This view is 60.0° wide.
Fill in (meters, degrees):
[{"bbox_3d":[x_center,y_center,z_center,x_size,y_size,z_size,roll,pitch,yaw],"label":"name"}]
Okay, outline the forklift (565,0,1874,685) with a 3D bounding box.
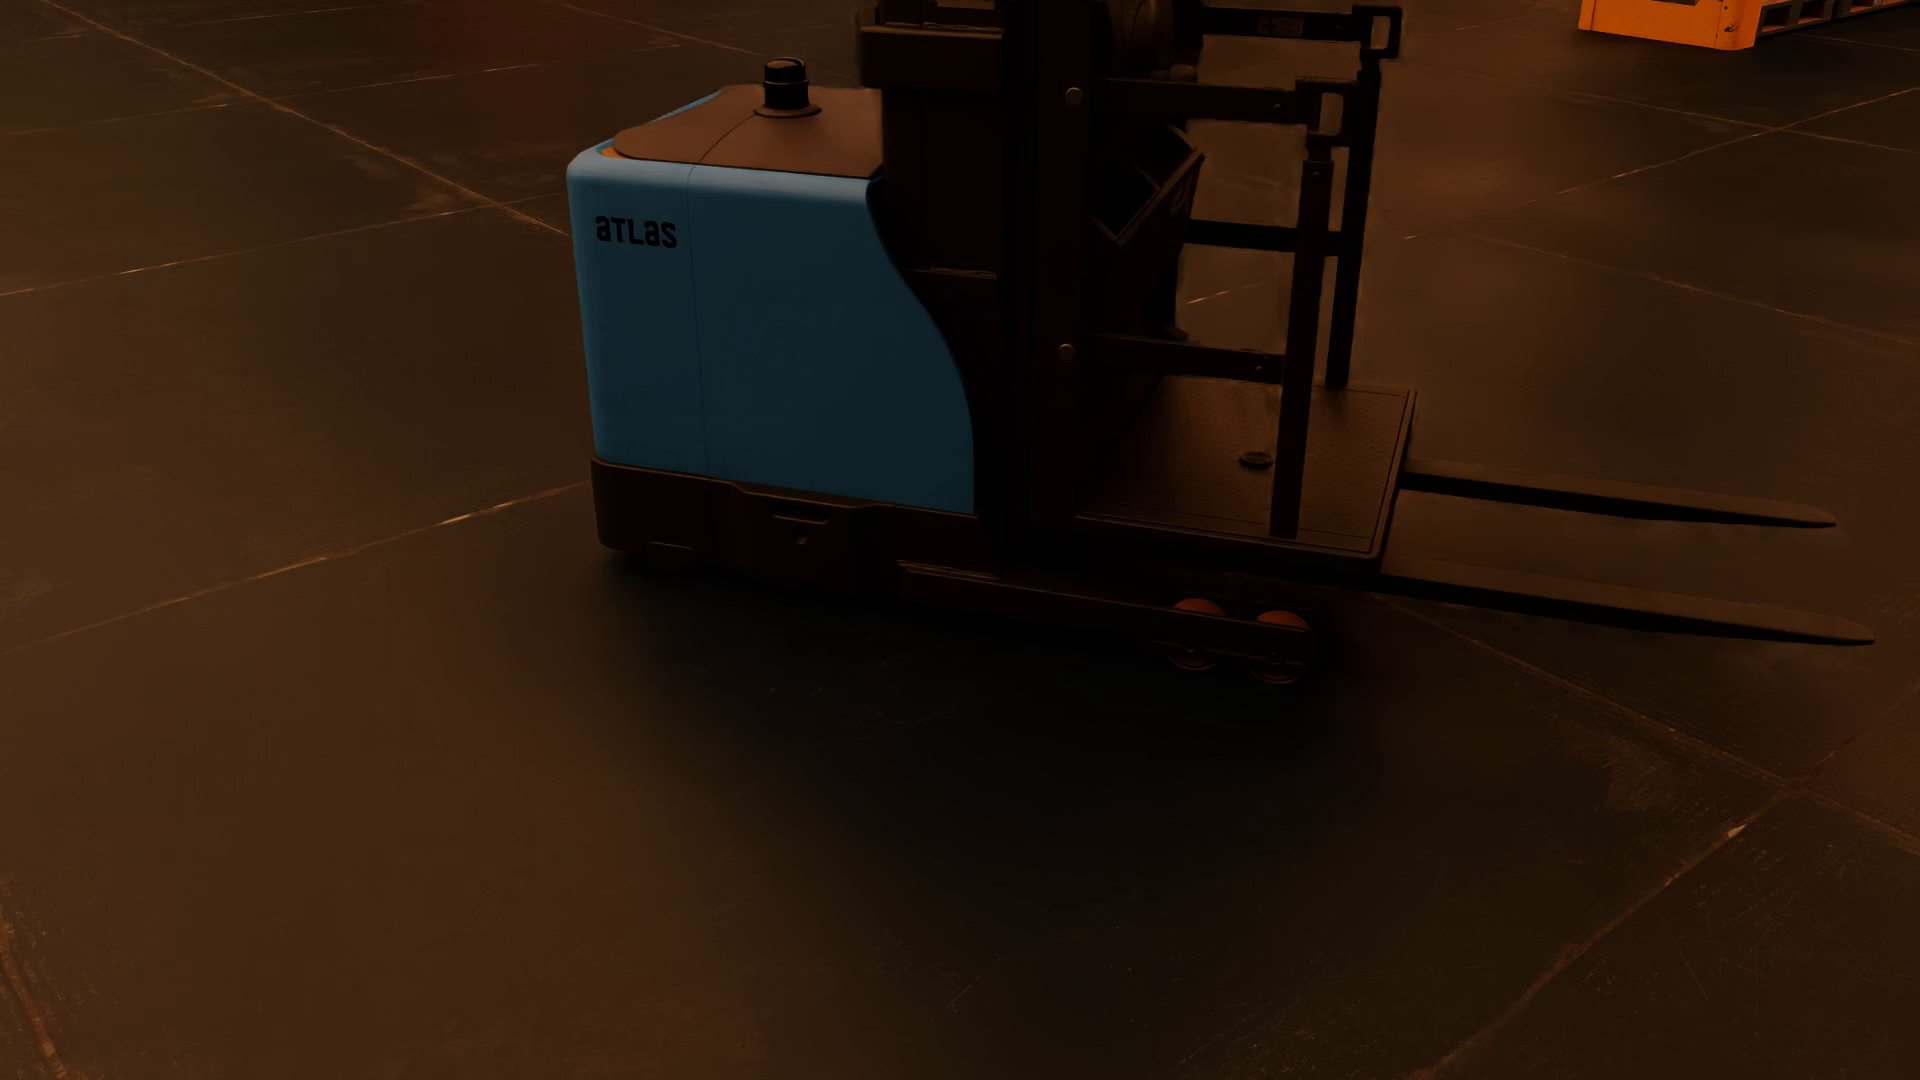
[{"bbox_3d":[0.624,-1.246,3.714,3.031,2.935,1.130,8,28,16],"label":"forklift"}]
